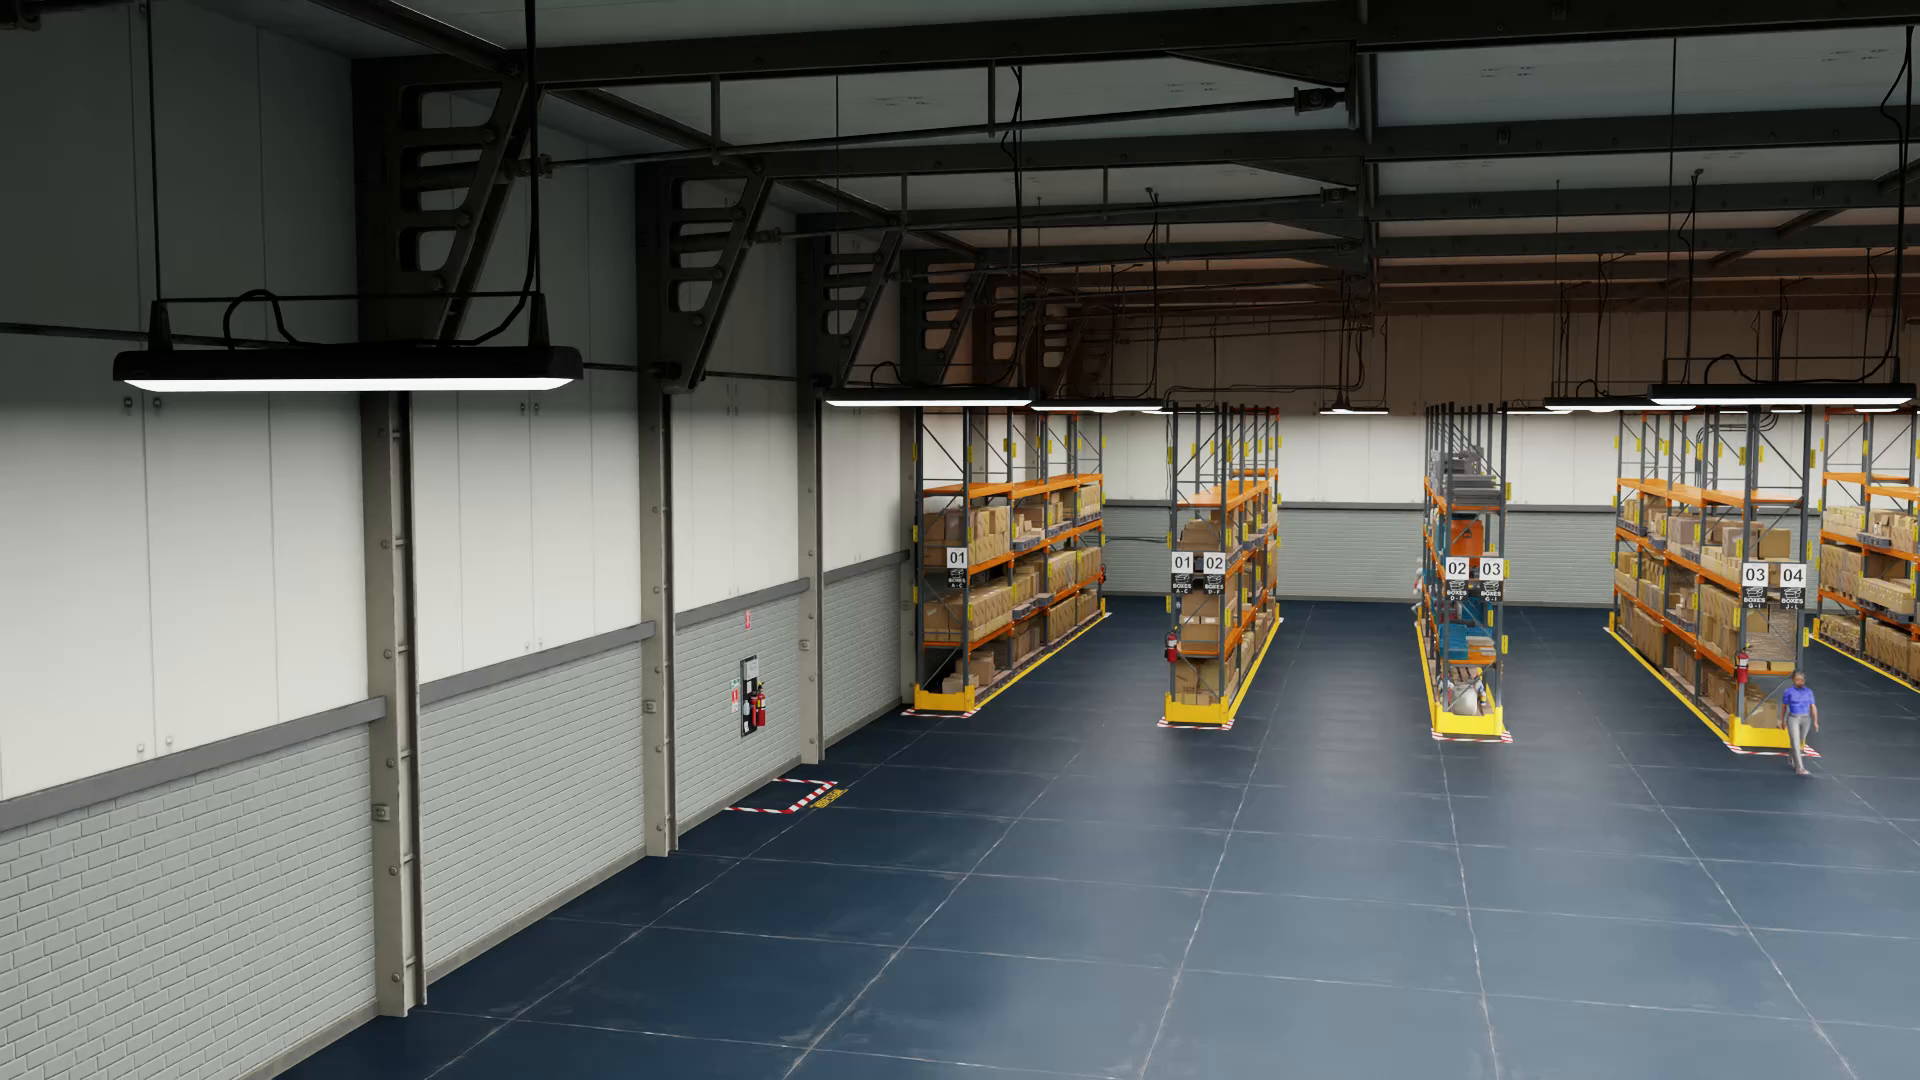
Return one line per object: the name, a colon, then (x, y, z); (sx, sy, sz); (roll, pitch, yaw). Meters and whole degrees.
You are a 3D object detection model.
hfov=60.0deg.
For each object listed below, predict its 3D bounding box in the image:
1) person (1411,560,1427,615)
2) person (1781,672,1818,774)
person: (13.231, 1.379, 47.436); (0.541, 1.677, 1.054); (-3, 5, -33)
person: (13.503, 2.923, 26.720); (0.468, 1.603, 0.985); (0, 4, 6)
